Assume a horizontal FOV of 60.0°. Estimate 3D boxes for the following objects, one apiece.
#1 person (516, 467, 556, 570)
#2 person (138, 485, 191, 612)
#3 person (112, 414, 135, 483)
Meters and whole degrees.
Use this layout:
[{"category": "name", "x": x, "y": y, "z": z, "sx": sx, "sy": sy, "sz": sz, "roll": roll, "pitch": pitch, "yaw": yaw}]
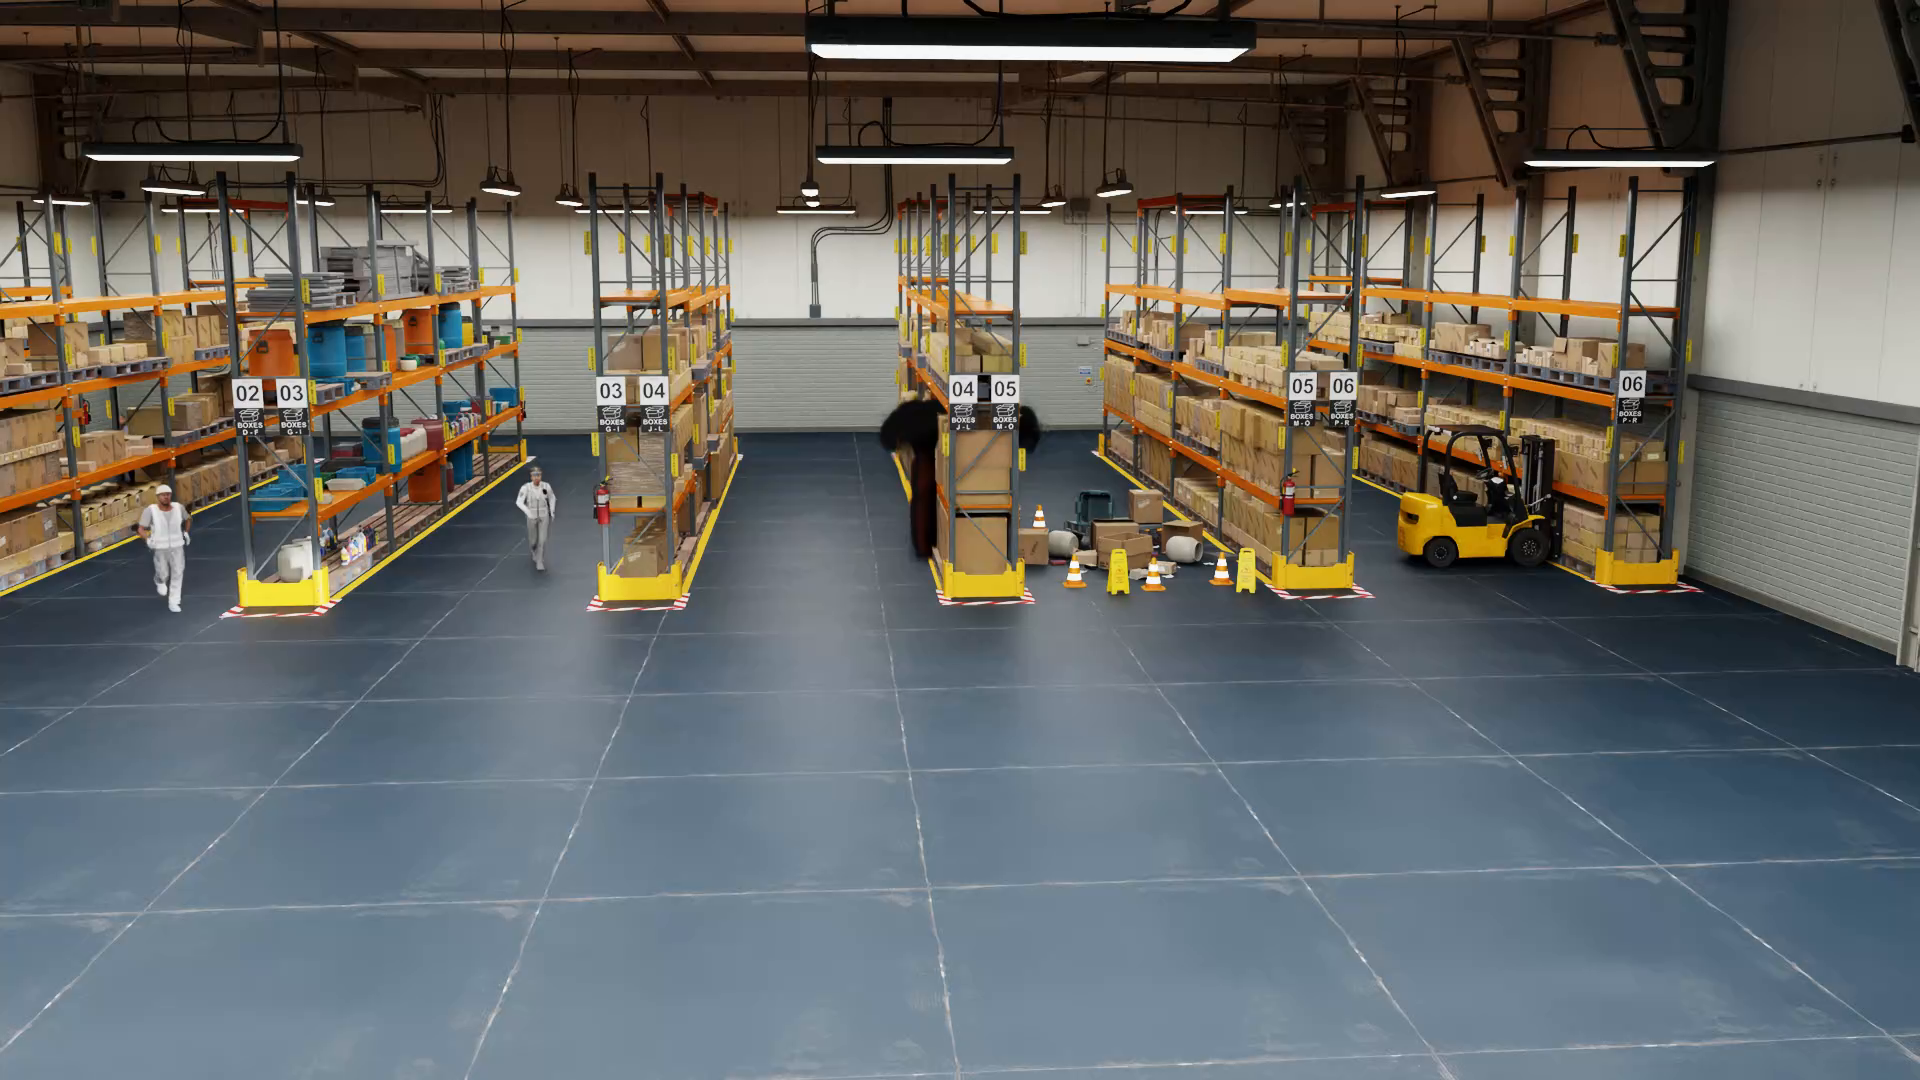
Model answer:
[{"category": "person", "x": -6.654, "y": -0.367, "z": 26.163, "sx": 0.609, "sy": 1.633, "sz": 0.715, "roll": -3, "pitch": 10, "yaw": -15}, {"category": "person", "x": -11.079, "y": 0.092, "z": 23.234, "sx": 0.693, "sy": 1.754, "sz": 0.811, "roll": -7, "pitch": 12, "yaw": -36}, {"category": "person", "x": -16.984, "y": -1.716, "z": 33.811, "sx": 0.605, "sy": 1.697, "sz": 0.713, "roll": -1, "pitch": 10, "yaw": -7}]
